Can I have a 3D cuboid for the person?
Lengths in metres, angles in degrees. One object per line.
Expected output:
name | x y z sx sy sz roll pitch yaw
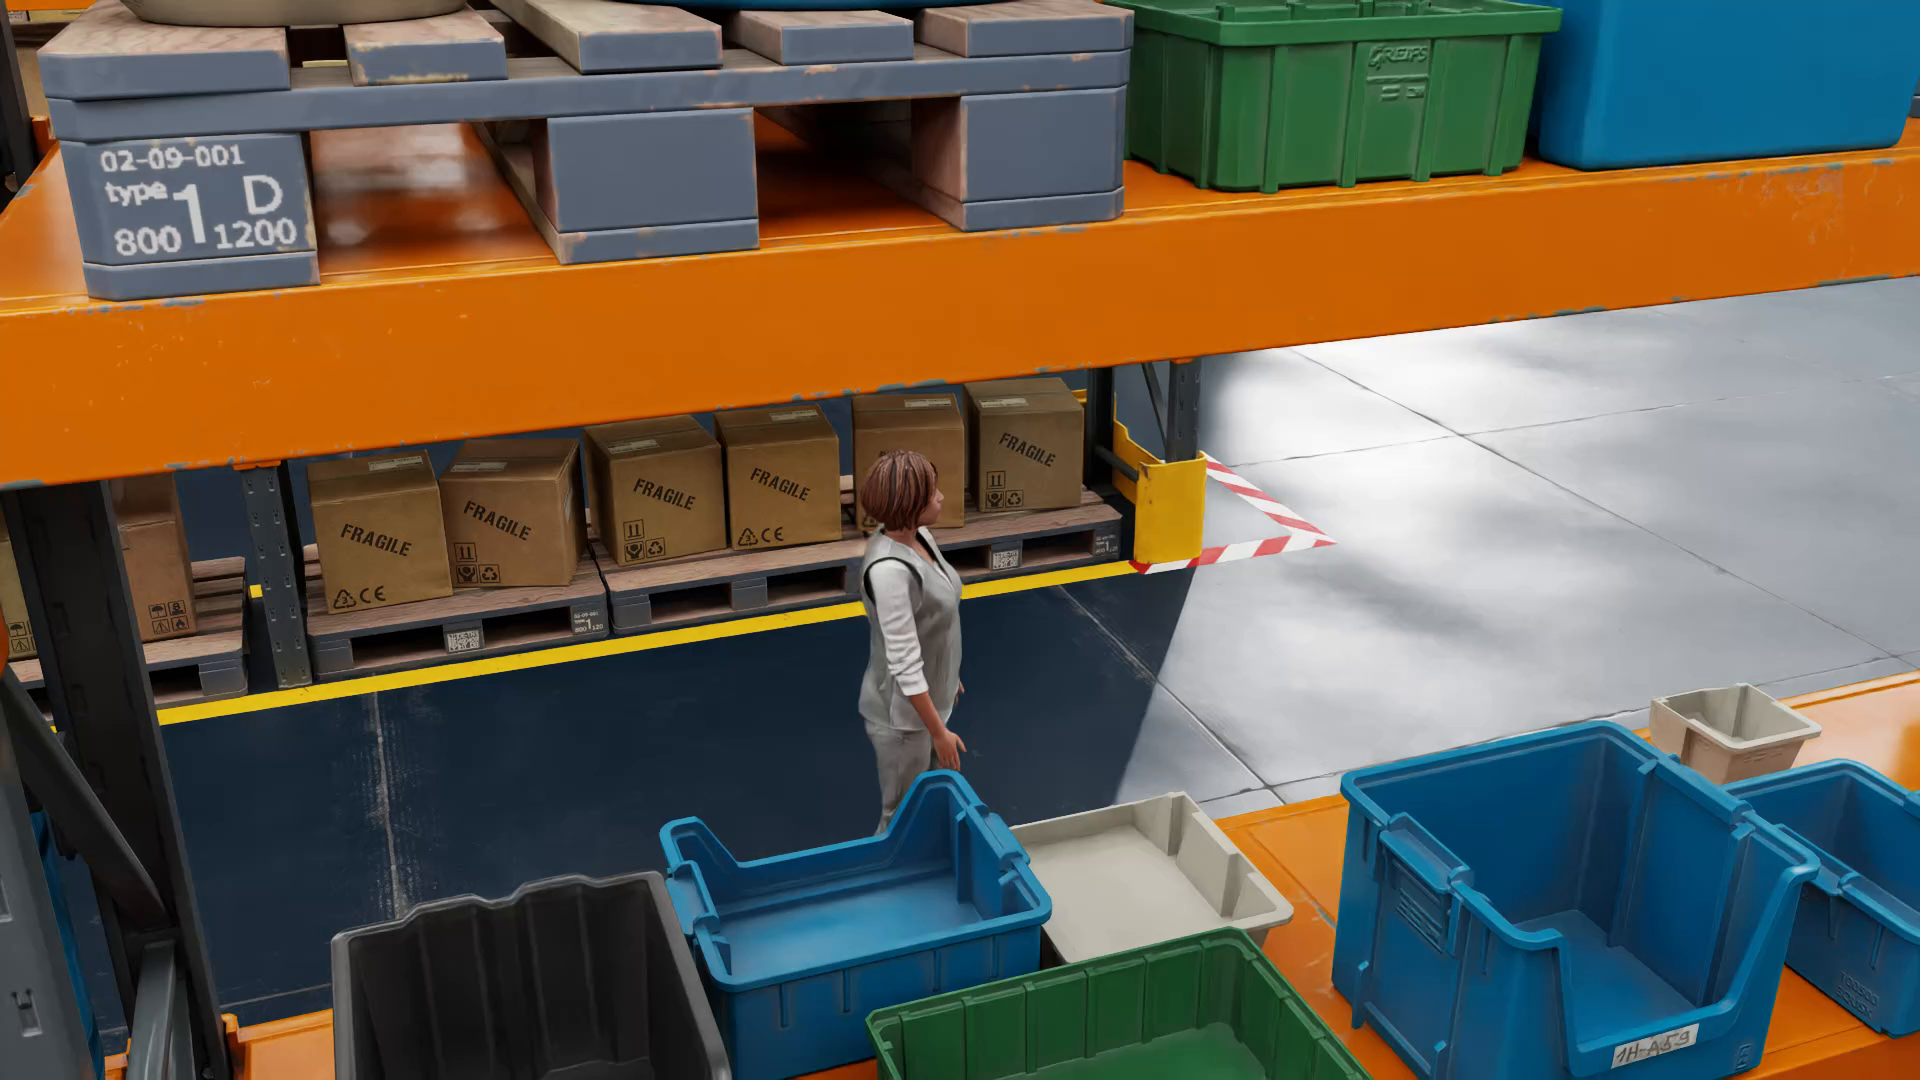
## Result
person | -0.127 0.502 4.857 0.347 1.607 0.503 4 23 8
